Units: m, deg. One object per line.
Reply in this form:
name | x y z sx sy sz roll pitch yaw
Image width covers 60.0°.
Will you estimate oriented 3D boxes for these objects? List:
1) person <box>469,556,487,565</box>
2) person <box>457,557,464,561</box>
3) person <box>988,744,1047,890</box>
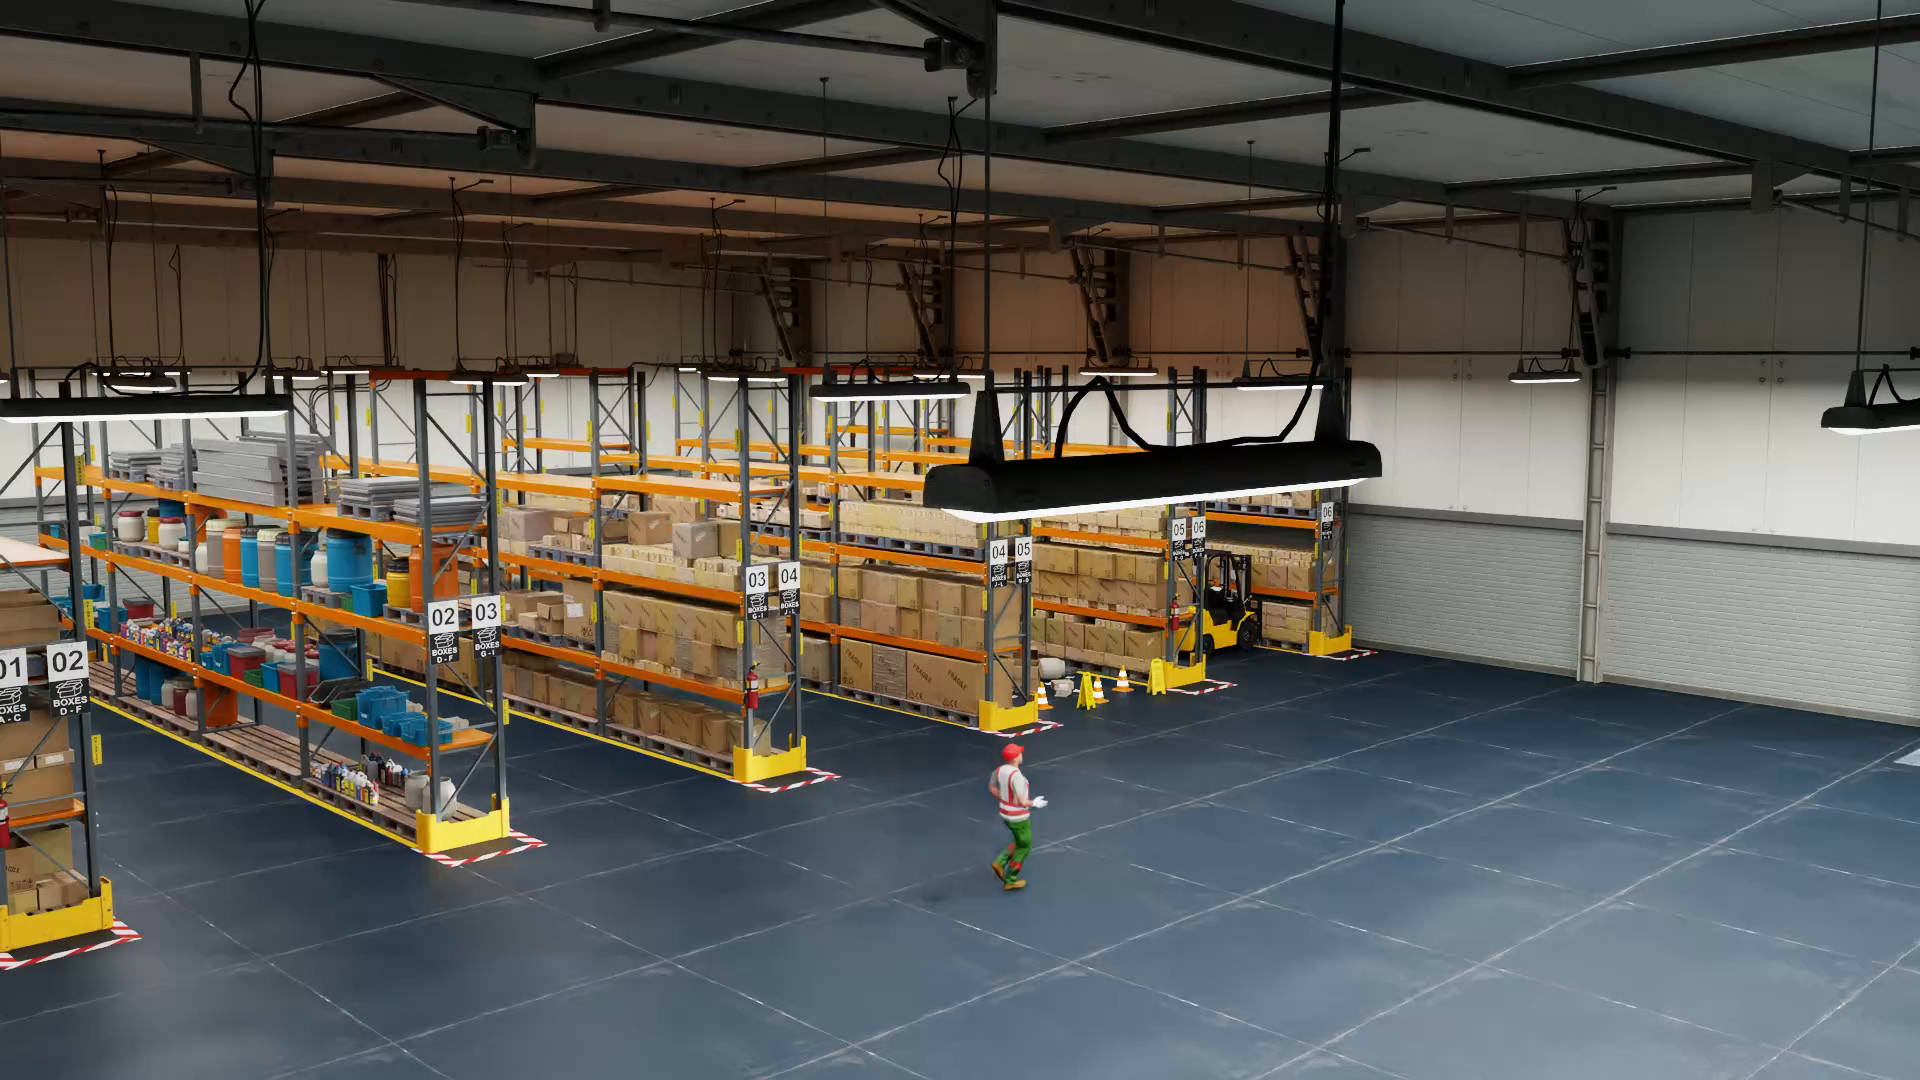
person | -11.643 0.969 39.959 0.801 1.692 0.635 3 7 28
person | -11.752 1.184 38.774 0.708 1.598 0.480 0 6 1
person | 0.679 3.248 19.638 0.598 1.740 0.648 -3 7 -25
